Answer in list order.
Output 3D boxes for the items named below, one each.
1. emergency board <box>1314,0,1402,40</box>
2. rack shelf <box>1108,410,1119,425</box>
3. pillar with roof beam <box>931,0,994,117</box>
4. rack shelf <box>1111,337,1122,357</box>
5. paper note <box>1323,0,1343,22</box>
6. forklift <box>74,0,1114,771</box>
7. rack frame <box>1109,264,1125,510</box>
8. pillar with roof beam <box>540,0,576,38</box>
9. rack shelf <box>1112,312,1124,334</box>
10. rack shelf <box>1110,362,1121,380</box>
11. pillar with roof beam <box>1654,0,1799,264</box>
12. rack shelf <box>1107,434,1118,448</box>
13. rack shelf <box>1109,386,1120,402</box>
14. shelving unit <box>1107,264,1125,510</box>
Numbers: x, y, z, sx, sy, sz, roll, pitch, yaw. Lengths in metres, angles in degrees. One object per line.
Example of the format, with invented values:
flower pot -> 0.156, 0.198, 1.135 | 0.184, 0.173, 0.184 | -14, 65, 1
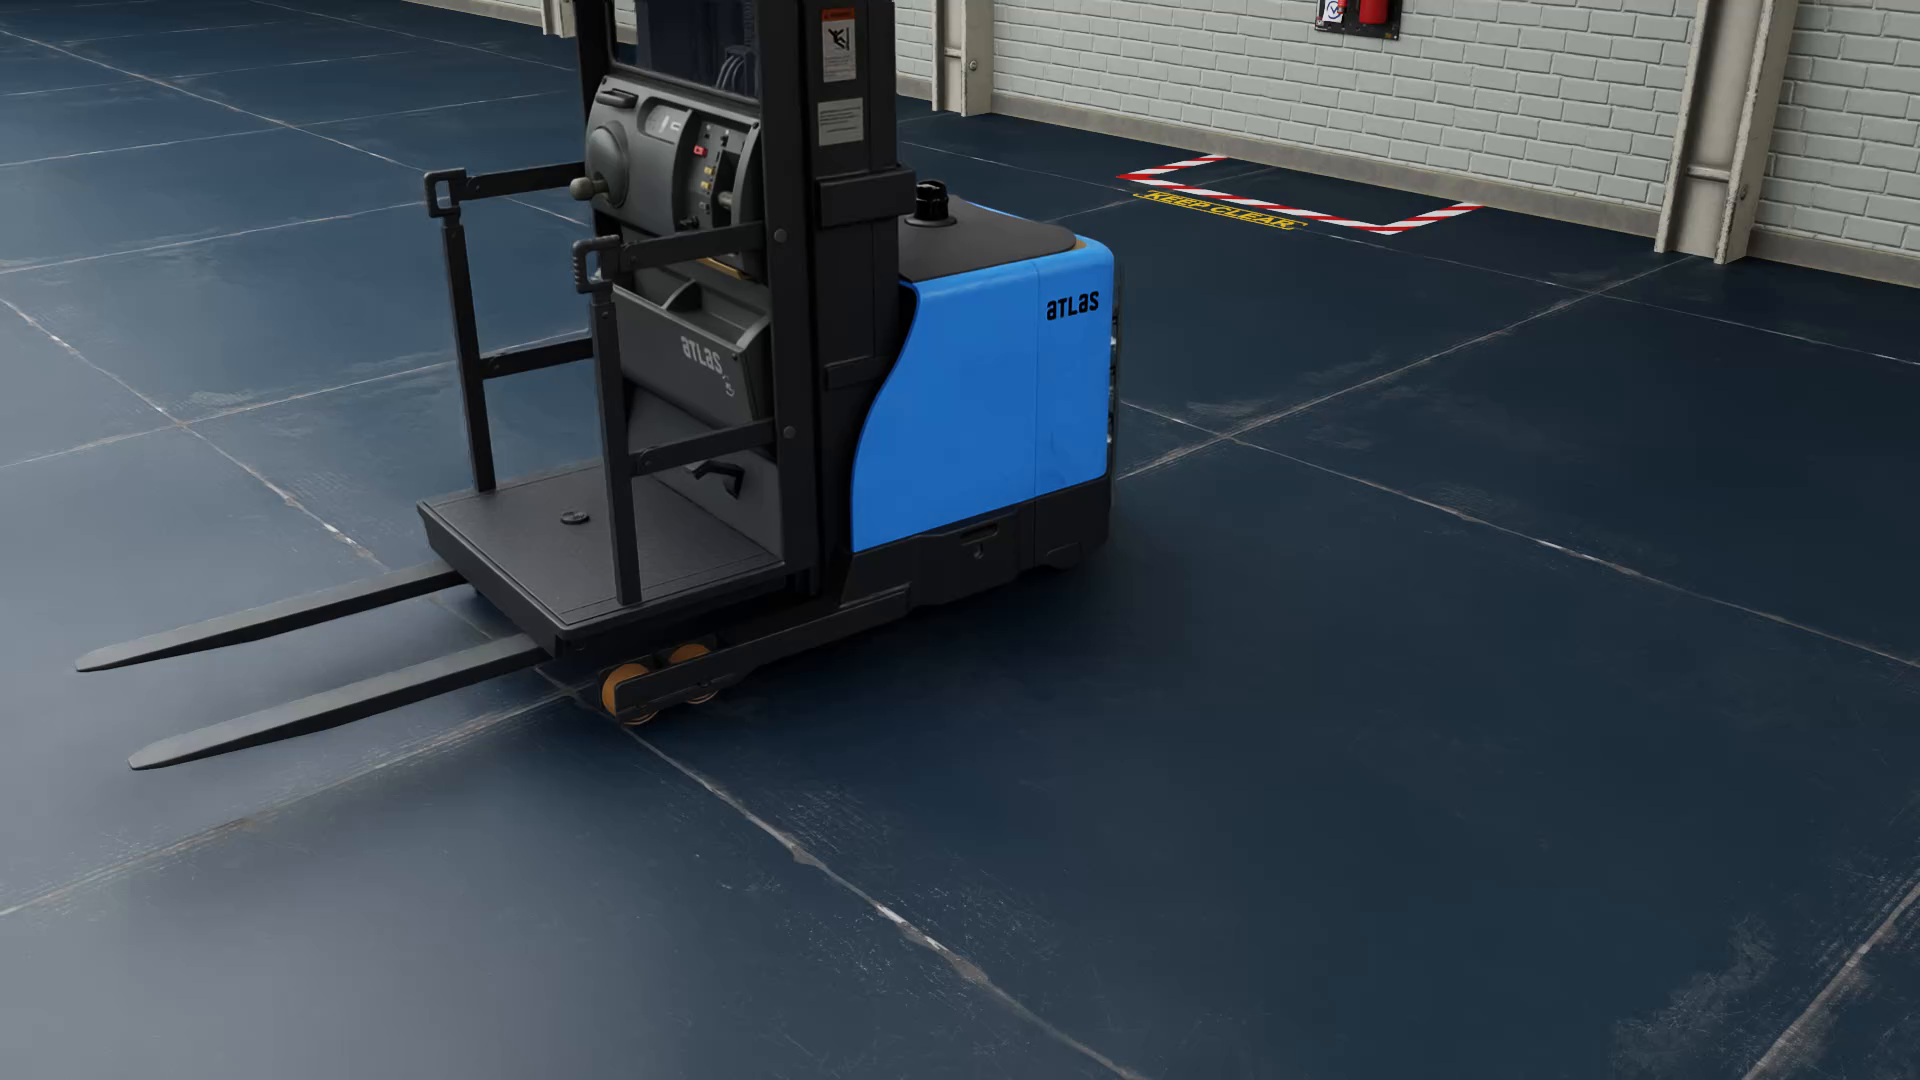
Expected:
emergency board -> 2.461, -3.724, 10.298 | 0.194, 1.169, 0.643 | -21, 32, -38
rack shelf -> 0.399, -0.417, 5.877 | 0.258, 0.077, 0.200 | -17, 30, -33
pillar with roof beam -> -3.122, -6.290, 8.696 | 9.100, 9.000, 0.400 | -21, 32, -38
rack shelf -> 0.400, -0.663, 5.765 | 0.258, 0.077, 0.200 | -17, 30, -33
paper note -> 2.390, -3.396, 10.641 | 0.016, 0.148, 0.142 | -21, 32, -38
forklift -> -0.984, -1.068, 4.559 | 3.031, 2.935, 1.130 | -17, 30, -33
rack frame -> 0.460, -0.496, 5.752 | 0.240, 0.900, 0.006 | -17, 30, -33
pillar with roof beam -> -7.223, -8.108, 12.680 | 9.100, 9.000, 0.400 | -21, 32, -38
rack shelf -> 0.400, -0.745, 5.728 | 0.258, 0.077, 0.200 | -17, 30, -33
rack shelf -> 0.399, -0.581, 5.802 | 0.258, 0.077, 0.200 | -17, 30, -33
pillar with roof beam -> 0.979, -4.472, 4.711 | 9.100, 9.000, 0.400 | -21, 32, -38
rack shelf -> 0.398, -0.336, 5.914 | 0.258, 0.077, 0.200 | -17, 30, -33
rack shelf -> 0.399, -0.499, 5.840 | 0.258, 0.077, 0.200 | -17, 30, -33
shelving unit -> 0.399, -0.530, 5.826 | 0.258, 0.900, 0.210 | -17, 30, -33
